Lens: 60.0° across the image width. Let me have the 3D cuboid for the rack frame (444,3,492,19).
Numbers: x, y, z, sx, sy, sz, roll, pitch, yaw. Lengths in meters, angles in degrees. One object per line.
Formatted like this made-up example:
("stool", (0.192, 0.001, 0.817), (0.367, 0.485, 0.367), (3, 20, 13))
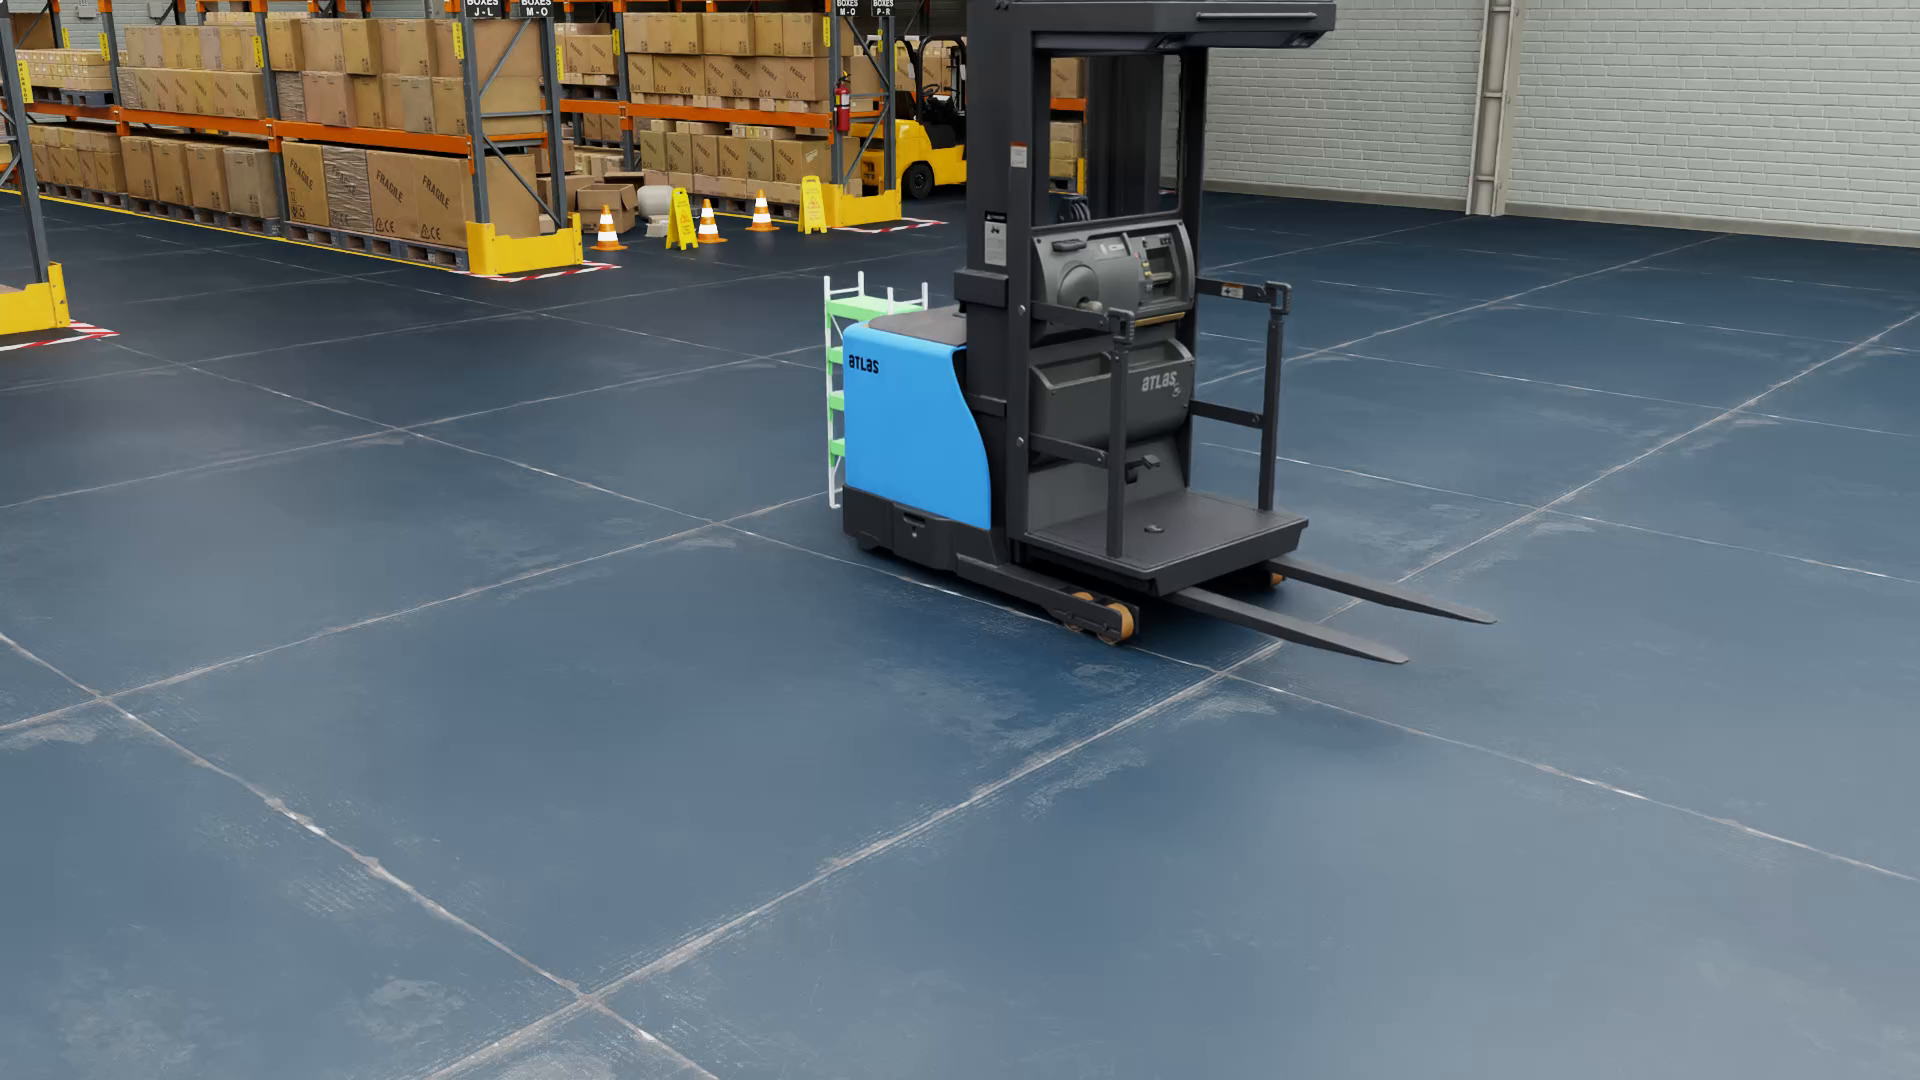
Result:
("rack frame", (-9.839, -9.655, 33.576), (0.127, 3.000, 1.000), (15, 23, 39))

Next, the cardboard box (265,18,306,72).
("cardboard box", (-7.113, -5.486, 18.407), (0.550, 0.550, 0.875), (15, 23, 39))

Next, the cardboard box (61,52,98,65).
("cardboard box", (-11.411, -6.247, 21.575), (0.250, 0.149, 0.380), (16, 24, 41))

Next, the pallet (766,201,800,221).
("pallet", (-1.805, -4.176, 20.922), (1.213, 0.211, 1.003), (15, 23, 39))

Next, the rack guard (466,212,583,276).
("rack guard", (-4.356, -2.982, 16.683), (0.348, 0.500, 1.175), (15, 23, 39))

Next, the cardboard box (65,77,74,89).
("cardboard box", (-11.409, -5.962, 21.661), (0.250, 0.149, 0.380), (16, 23, 40))

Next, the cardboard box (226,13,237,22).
("cardboard box", (-12.479, -9.068, 28.834), (0.250, 0.149, 0.380), (14, 22, 38))

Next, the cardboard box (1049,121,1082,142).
("cardboard box", (1.577, -5.831, 23.724), (0.500, 0.250, 0.500), (16, 24, 41))

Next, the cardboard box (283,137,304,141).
("cardboard box", (-11.207, -7.037, 28.868), (0.875, 0.438, 0.875), (14, 22, 38))

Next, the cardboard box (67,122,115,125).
("cardboard box", (-12.249, -5.756, 23.487), (0.500, 0.250, 0.500), (16, 24, 42))

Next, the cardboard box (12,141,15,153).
("cardboard box", (-13.788, -5.726, 24.229), (0.250, 0.149, 0.380), (16, 24, 41))

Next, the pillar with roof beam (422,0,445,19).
("pillar with roof beam", (-14.115, -12.286, 31.948), (0.400, 9.000, 9.100), (15, 23, 39))

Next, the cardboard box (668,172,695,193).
("cardboard box", (-3.487, -4.727, 21.900), (0.500, 0.250, 0.500), (17, 24, 42))

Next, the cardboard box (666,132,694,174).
("cardboard box", (-3.485, -5.085, 21.786), (0.500, 0.500, 0.500), (16, 24, 41))

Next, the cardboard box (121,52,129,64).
("cardboard box", (-10.777, -6.339, 21.864), (0.250, 0.149, 0.380), (14, 23, 38))

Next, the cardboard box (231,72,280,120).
("cardboard box", (-7.933, -5.074, 18.975), (0.500, 0.500, 0.500), (15, 23, 39))

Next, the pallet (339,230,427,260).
("pallet", (-5.932, -3.237, 17.964), (1.213, 0.211, 1.003), (15, 23, 39))

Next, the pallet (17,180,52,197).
("pallet", (-12.766, -5.103, 23.842), (1.213, 0.211, 1.003), (15, 23, 39))

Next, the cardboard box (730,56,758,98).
("cardboard box", (-2.496, -5.758, 20.639), (0.500, 0.500, 0.500), (15, 23, 39))

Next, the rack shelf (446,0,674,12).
("rack shelf", (-5.651, -7.610, 23.364), (4.000, 0.370, 1.077), (15, 23, 39))

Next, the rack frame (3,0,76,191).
("rack frame", (-13.349, -6.588, 23.912), (0.127, 3.000, 1.000), (15, 23, 39))

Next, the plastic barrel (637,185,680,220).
("plastic barrel", (-3.714, -4.163, 20.530), (0.512, 0.421, 0.421), (-3, 18, -8))

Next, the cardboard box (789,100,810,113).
("cardboard box", (-1.849, -5.252, 20.116), (0.250, 0.149, 0.380), (15, 23, 39))

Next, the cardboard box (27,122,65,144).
("cardboard box", (-12.972, -5.746, 23.457), (0.500, 0.250, 0.500), (14, 22, 37))

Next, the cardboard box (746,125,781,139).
("cardboard box", (-2.441, -5.087, 20.720), (0.250, 0.149, 0.380), (16, 23, 40))

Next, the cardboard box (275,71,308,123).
("cardboard box", (-7.082, -4.982, 18.603), (0.550, 0.550, 0.875), (15, 23, 39))

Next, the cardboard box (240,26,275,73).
("cardboard box", (-7.741, -5.604, 18.994), (0.500, 0.500, 0.700), (15, 23, 38))

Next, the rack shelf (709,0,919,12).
("rack shelf", (-2.360, -8.734, 26.905), (4.000, 0.370, 1.077), (15, 23, 39))

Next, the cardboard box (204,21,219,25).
("cardboard box", (-12.961, -8.895, 29.362), (0.500, 0.500, 0.500), (14, 23, 38))

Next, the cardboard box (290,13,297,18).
("cardboard box", (-10.886, -8.681, 27.617), (0.250, 0.149, 0.380), (15, 23, 39))

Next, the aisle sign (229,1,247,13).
("aisle sign", (-12.979, -9.855, 29.909), (0.004, 0.787, 0.394), (15, 23, 39))

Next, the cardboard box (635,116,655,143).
("cardboard box", (-5.476, -7.401, 29.912), (0.500, 0.500, 0.500), (14, 22, 37))

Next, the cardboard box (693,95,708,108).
("cardboard box", (-3.182, -5.608, 21.237), (0.250, 0.149, 0.380), (15, 23, 40))

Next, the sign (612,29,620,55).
("sign", (-4.521, -6.548, 21.870), (0.005, 0.325, 0.100), (15, 23, 39))

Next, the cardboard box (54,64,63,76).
("cardboard box", (-11.615, -6.159, 21.790), (0.250, 0.149, 0.380), (15, 23, 39))

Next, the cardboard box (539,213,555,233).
("cardboard box", (-4.858, -3.750, 19.490), (0.396, 0.266, 0.258), (-13, 22, -36))

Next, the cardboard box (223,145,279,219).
("cardboard box", (-7.890, -4.214, 19.456), (0.750, 0.750, 1.050), (15, 23, 39))

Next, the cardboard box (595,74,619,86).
("cardboard box", (-4.724, -6.243, 22.547), (0.250, 0.149, 0.380), (15, 23, 40))

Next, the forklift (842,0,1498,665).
("forklift", (0.804, -1.146, 6.877), (1.130, 2.935, 3.031), (-16, 23, -40))

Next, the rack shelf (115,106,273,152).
("rack shelf", (-8.862, -5.041, 20.225), (4.000, 0.370, 1.077), (15, 23, 39))

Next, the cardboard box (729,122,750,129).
("cardboard box", (-3.398, -6.989, 28.406), (0.625, 0.625, 0.875), (16, 24, 41))

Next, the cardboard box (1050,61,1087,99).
("cardboard box", (1.586, -6.530, 23.563), (0.500, 0.500, 0.500), (14, 23, 38))

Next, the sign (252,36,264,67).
("sign", (-7.719, -5.371, 18.294), (0.005, 0.325, 0.100), (15, 23, 39))

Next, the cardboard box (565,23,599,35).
("cardboard box", (-5.175, -6.998, 22.779), (0.250, 0.149, 0.380), (14, 22, 38))

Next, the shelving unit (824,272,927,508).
("shelving unit", (-0.418, -0.710, 8.364), (0.258, 1.200, 0.503), (-16, 23, -40))

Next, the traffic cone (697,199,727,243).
("traffic cone", (-2.824, -3.585, 18.642), (0.334, 0.463, 0.336), (15, 23, 39))

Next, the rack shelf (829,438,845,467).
("rack shelf", (-0.418, -0.420, 8.456), (0.258, 0.148, 0.480), (-16, 23, -40))

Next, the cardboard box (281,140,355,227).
("cardboard box", (-6.942, -4.027, 18.661), (0.875, 0.875, 0.875), (15, 23, 40))

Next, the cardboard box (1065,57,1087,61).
("cardboard box", (1.683, -6.806, 23.360), (0.250, 0.149, 0.380), (15, 23, 40))

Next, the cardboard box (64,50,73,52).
("cardboard box", (-12.148, -6.707, 23.023), (0.250, 0.149, 0.380), (14, 22, 38))

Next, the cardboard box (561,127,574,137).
("cardboard box", (-7.459, -7.739, 31.556), (0.250, 0.149, 0.380), (14, 22, 38))

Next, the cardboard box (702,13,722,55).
("cardboard box", (-2.795, -6.352, 20.858), (0.500, 0.500, 0.700), (15, 23, 39))

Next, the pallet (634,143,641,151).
("pallet", (-5.297, -7.123, 30.208), (1.213, 0.211, 1.003), (15, 23, 39))
